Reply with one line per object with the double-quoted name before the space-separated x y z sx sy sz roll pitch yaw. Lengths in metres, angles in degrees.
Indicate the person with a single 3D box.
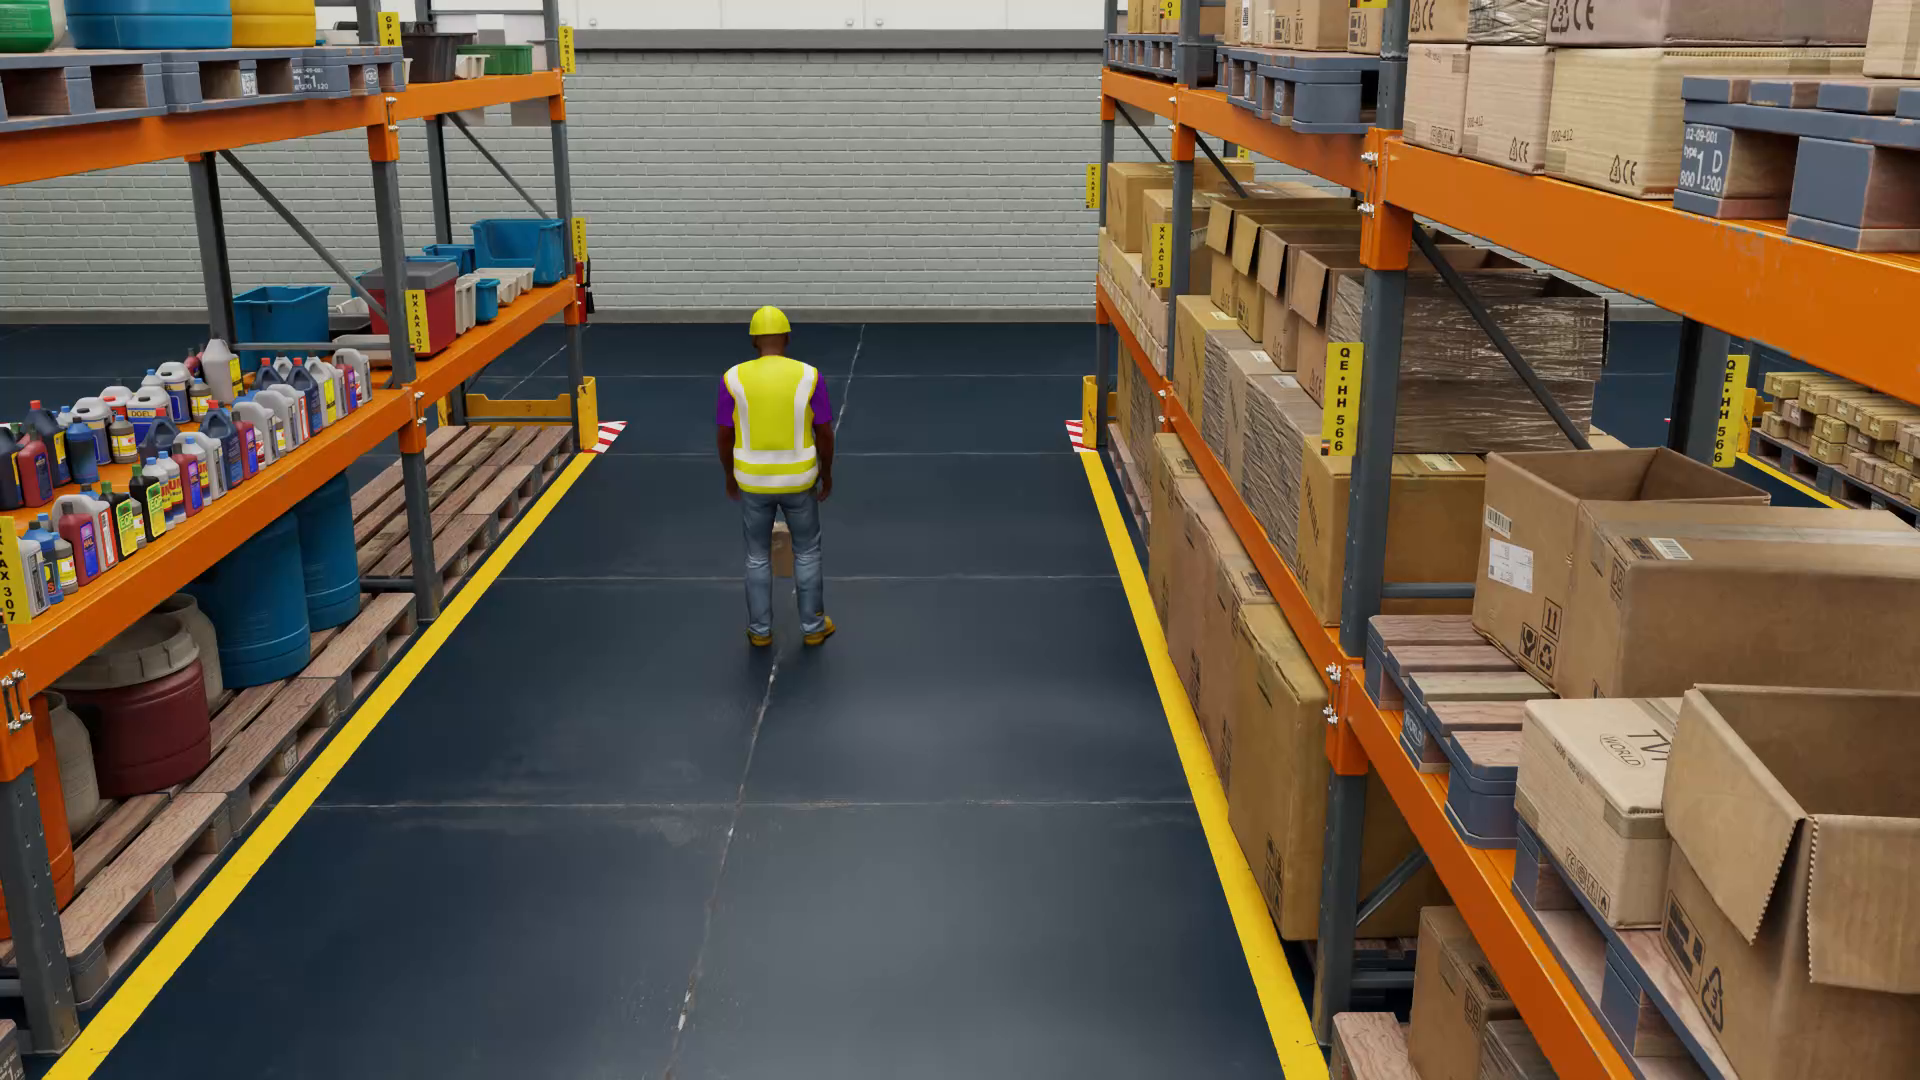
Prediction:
"person" -0.940 -0.318 8.547 0.595 1.764 0.431 -1 17 -2
